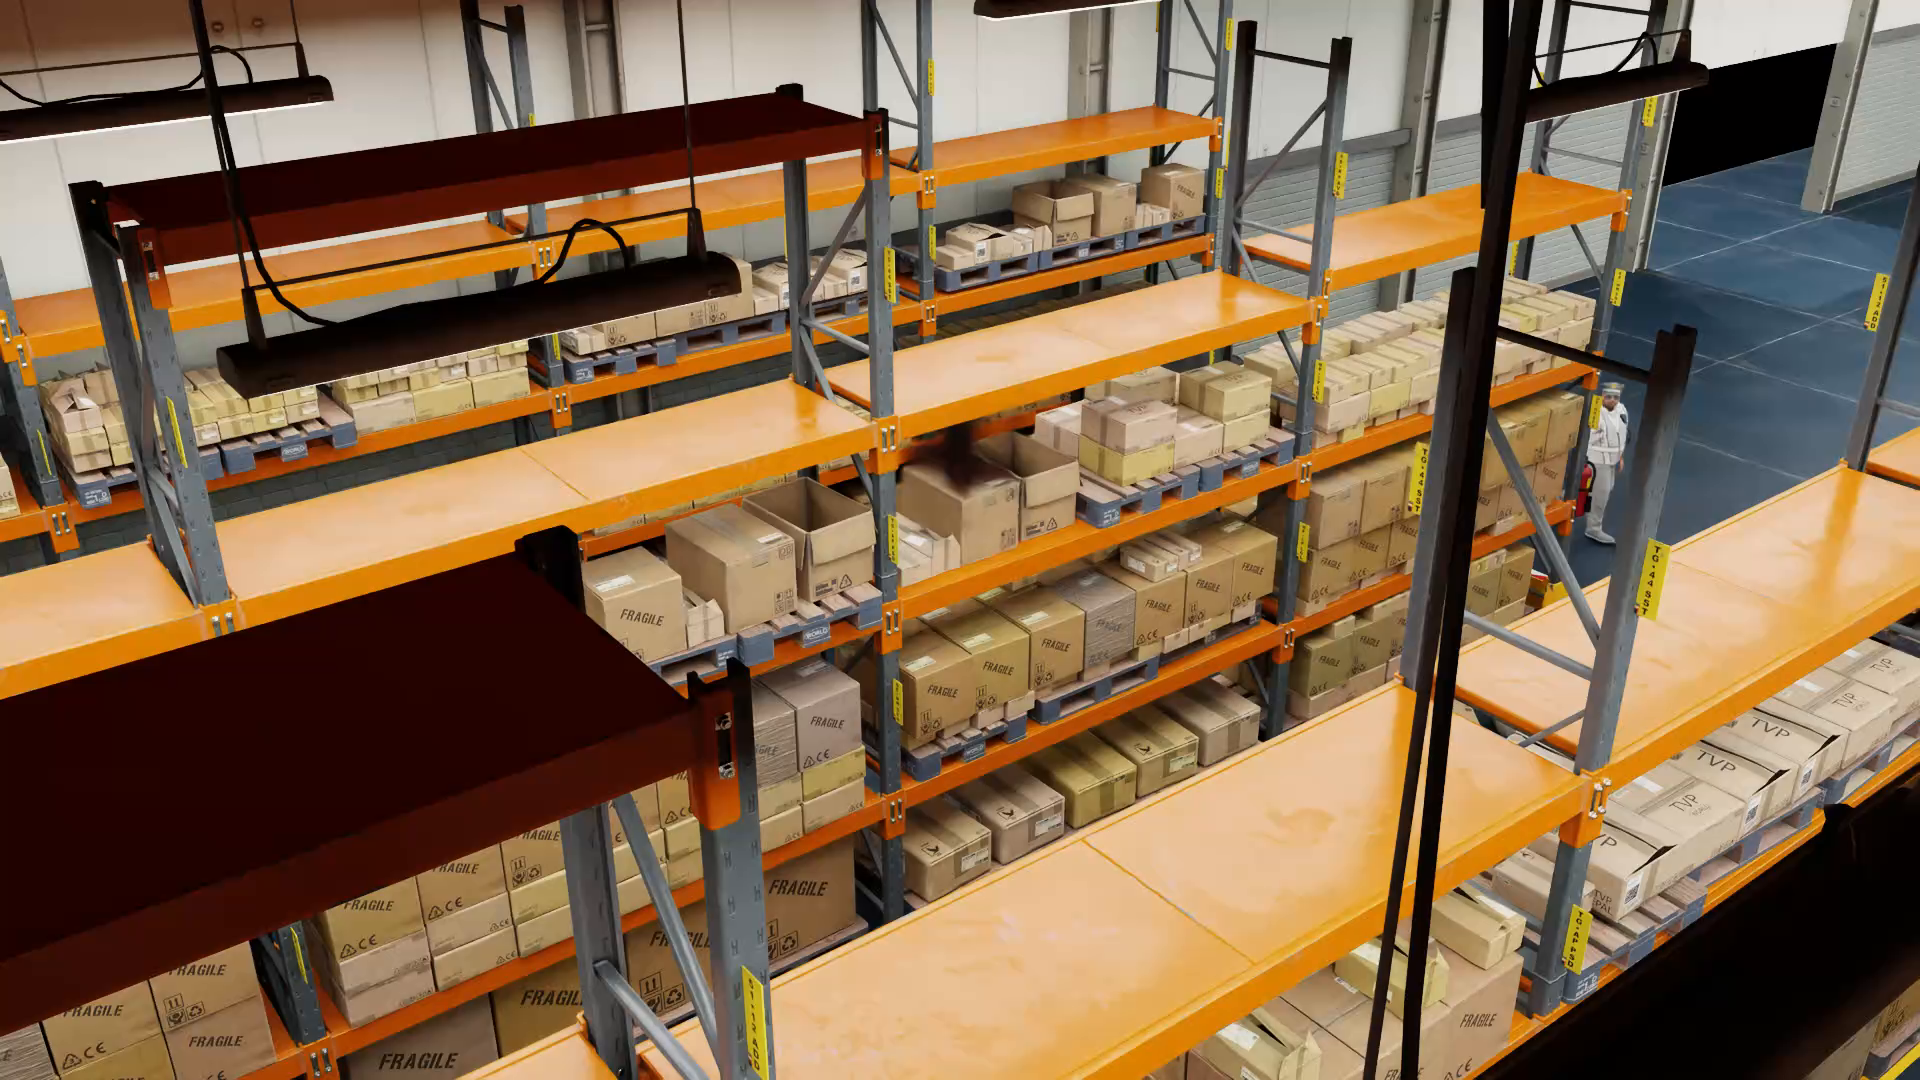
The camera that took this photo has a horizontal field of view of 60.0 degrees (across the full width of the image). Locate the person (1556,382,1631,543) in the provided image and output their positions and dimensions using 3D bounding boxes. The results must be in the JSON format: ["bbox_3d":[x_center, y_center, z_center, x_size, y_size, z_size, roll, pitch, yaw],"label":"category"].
[{"bbox_3d":[6.864,-0.897,17.917,0.739,1.762,0.500,18,31,32],"label":"person"}]
